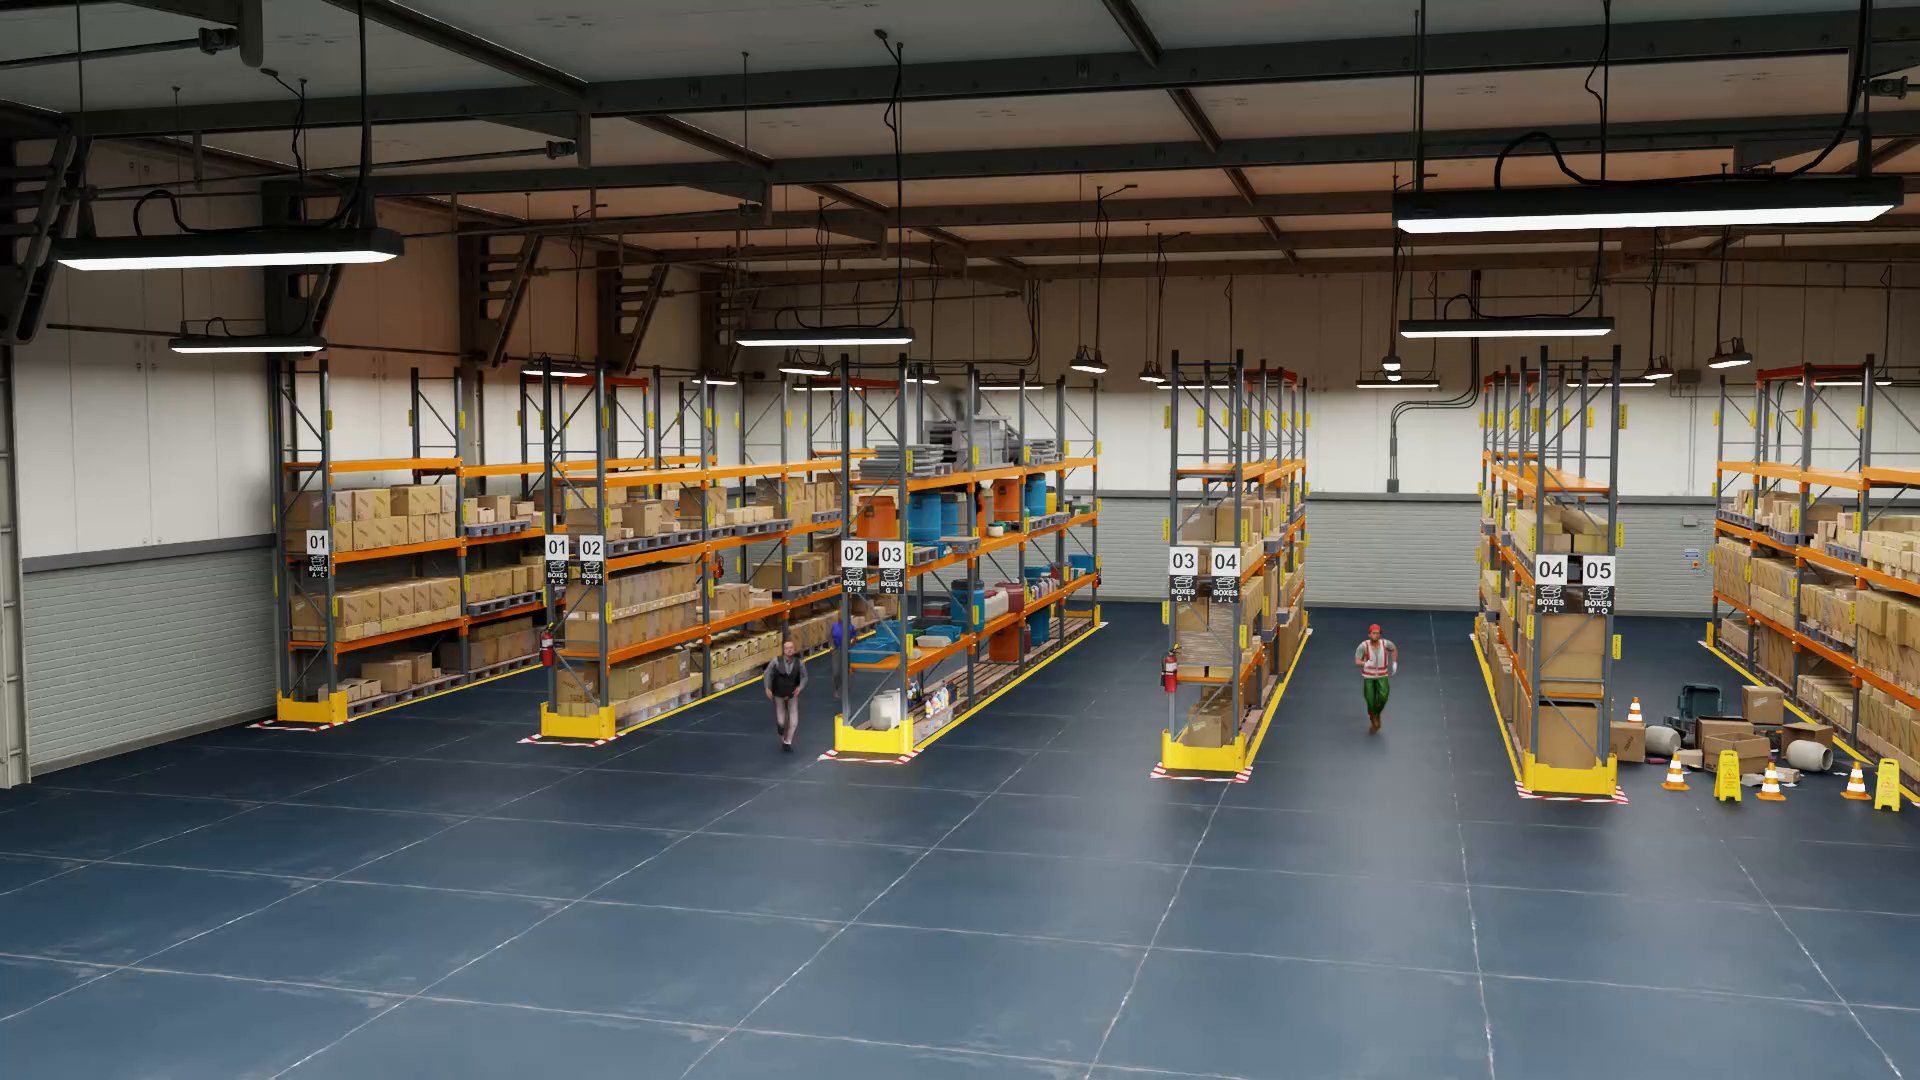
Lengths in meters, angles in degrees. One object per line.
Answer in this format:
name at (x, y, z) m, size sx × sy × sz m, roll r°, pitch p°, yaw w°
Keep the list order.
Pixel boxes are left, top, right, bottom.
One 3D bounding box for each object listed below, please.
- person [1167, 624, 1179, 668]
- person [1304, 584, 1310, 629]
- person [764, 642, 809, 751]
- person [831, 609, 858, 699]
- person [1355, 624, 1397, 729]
person at (4.313, 1.790, 33.057) m, size 0.554 × 1.674 × 0.632 m, roll 1°, pitch 4°, yaw 16°
person at (8.078, 1.306, 40.223) m, size 0.822 × 1.636 × 0.646 m, roll 2°, pitch 5°, yaw 24°
person at (-2.626, 2.358, 25.175) m, size 0.676 × 1.659 × 0.615 m, roll -1°, pitch 4°, yaw -11°
person at (-2.104, 2.052, 29.703) m, size 0.555 × 1.633 × 0.632 m, roll 1°, pitch 4°, yaw 13°
person at (6.662, 2.201, 26.579) m, size 0.704 × 1.728 × 0.761 m, roll 0°, pitch 4°, yaw 5°
